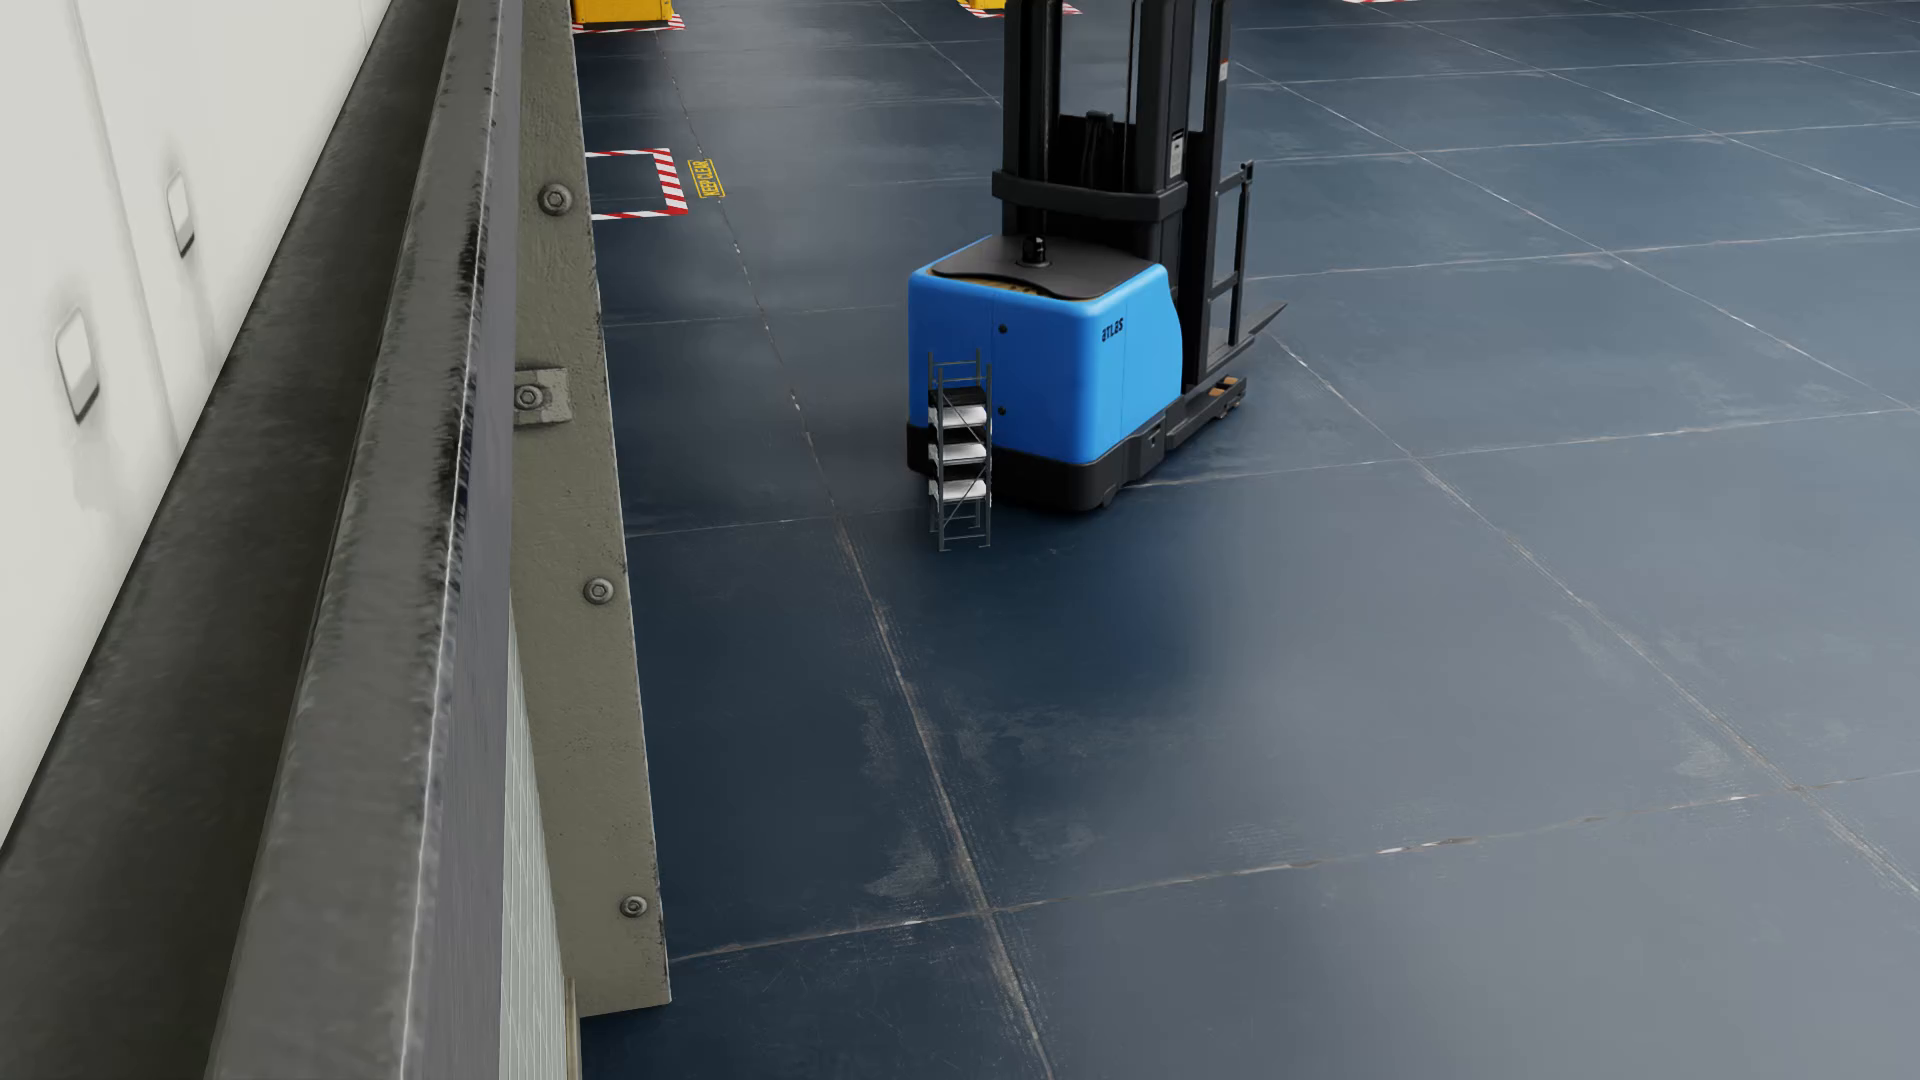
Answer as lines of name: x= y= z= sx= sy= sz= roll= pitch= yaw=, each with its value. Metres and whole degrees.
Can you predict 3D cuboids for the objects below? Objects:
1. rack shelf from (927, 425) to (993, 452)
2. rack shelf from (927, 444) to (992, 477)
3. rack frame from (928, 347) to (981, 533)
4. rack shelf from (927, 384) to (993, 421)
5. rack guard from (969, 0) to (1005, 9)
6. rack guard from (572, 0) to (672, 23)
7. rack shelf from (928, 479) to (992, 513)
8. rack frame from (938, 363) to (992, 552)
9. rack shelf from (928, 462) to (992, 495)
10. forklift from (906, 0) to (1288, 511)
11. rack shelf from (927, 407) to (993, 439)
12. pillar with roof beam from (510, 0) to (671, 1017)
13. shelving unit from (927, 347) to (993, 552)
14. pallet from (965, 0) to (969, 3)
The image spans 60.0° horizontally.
rack shelf: x=-0.002 y=-0.456 z=7.529 sx=0.258 sy=0.077 sz=0.200 roll=-6 pitch=27 yaw=-12
rack shelf: x=-0.002 y=-0.376 z=7.569 sx=0.258 sy=0.077 sz=0.200 roll=-6 pitch=27 yaw=-12
rack frame: x=-0.025 y=-0.450 z=7.643 sx=0.240 sy=0.900 sz=0.006 roll=-6 pitch=27 yaw=-12
rack shelf: x=-0.002 y=-0.617 z=7.448 sx=0.258 sy=0.077 sz=0.200 roll=-6 pitch=27 yaw=-12
rack guard: x=0.713 y=-7.081 z=21.224 sx=1.175 sy=0.500 sz=0.348 roll=-6 pitch=27 yaw=-12
rack guard: x=-4.135 y=-6.620 z=20.311 sx=1.175 sy=0.500 sz=0.348 roll=-6 pitch=27 yaw=-12
rack shelf: x=-0.002 y=-0.215 z=7.650 sx=0.258 sy=0.077 sz=0.200 roll=-6 pitch=27 yaw=-12
rack frame: x=0.021 y=-0.361 z=7.466 sx=0.240 sy=0.900 sz=0.006 roll=-6 pitch=27 yaw=-12
rack shelf: x=-0.002 y=-0.295 z=7.610 sx=0.258 sy=0.077 sz=0.200 roll=-6 pitch=27 yaw=-12
forklift: x=0.930 y=-2.067 z=8.592 sx=1.130 sy=2.935 sz=3.031 roll=15 pitch=31 yaw=28
rack shelf: x=-0.002 y=-0.536 z=7.488 sx=0.258 sy=0.077 sz=0.200 roll=-6 pitch=27 yaw=-12
pillar with roof beam: x=3.132 y=-3.135 z=3.975 sx=9.100 sy=9.000 sz=0.400 roll=-6 pitch=27 yaw=-12
shelving unit: x=-0.002 y=-0.405 z=7.554 sx=0.258 sy=0.900 sz=0.210 roll=-6 pitch=27 yaw=-12
pallet: x=0.495 y=-7.294 z=21.966 sx=1.003 sy=0.211 sz=1.213 roll=-6 pitch=27 yaw=-12
